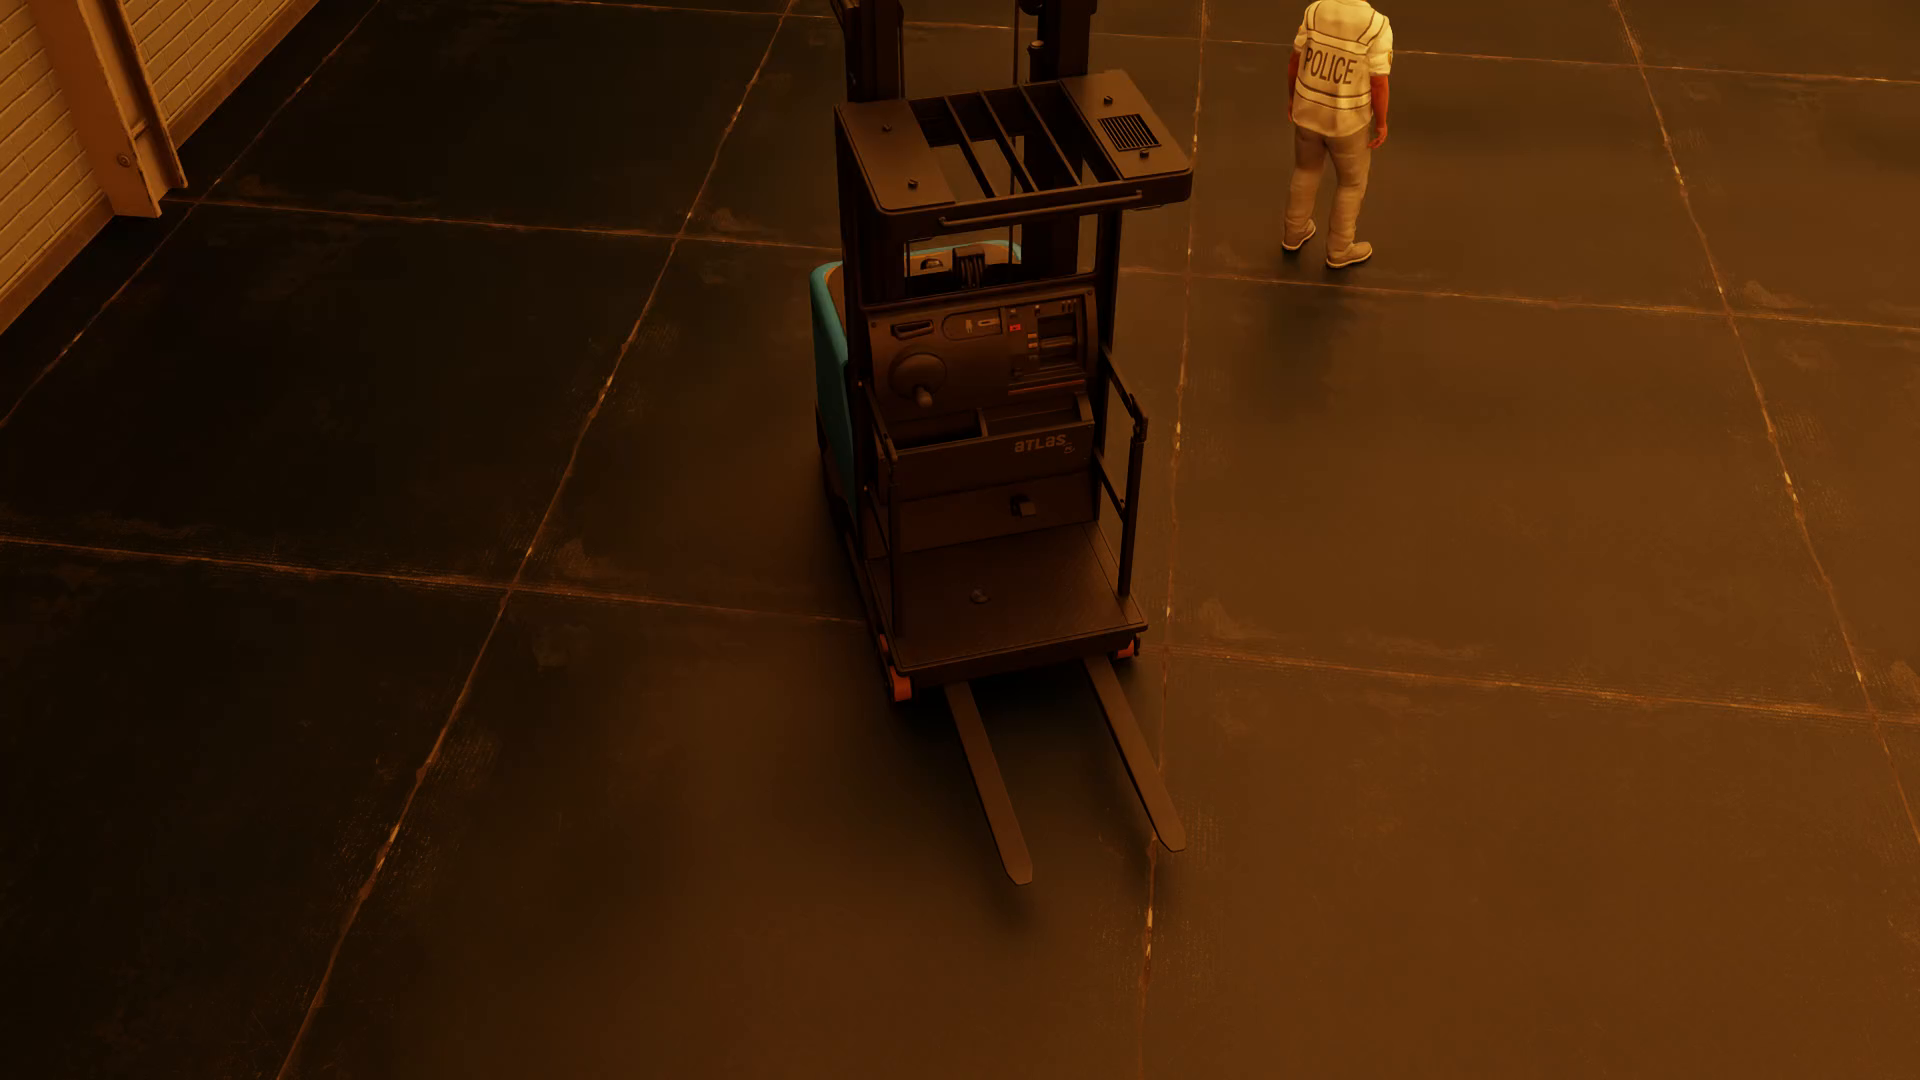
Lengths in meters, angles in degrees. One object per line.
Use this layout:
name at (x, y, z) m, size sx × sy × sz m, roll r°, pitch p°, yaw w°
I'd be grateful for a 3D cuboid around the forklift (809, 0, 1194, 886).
forklift at (0.153, -0.681, 6.465) m, size 1.130 × 2.935 × 3.031 m, roll -10°, pitch 44°, yaw -11°

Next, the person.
person at (2.065, -2.343, 9.146) m, size 0.607 × 1.750 × 0.437 m, roll 28°, pitch 49°, yaw 27°
